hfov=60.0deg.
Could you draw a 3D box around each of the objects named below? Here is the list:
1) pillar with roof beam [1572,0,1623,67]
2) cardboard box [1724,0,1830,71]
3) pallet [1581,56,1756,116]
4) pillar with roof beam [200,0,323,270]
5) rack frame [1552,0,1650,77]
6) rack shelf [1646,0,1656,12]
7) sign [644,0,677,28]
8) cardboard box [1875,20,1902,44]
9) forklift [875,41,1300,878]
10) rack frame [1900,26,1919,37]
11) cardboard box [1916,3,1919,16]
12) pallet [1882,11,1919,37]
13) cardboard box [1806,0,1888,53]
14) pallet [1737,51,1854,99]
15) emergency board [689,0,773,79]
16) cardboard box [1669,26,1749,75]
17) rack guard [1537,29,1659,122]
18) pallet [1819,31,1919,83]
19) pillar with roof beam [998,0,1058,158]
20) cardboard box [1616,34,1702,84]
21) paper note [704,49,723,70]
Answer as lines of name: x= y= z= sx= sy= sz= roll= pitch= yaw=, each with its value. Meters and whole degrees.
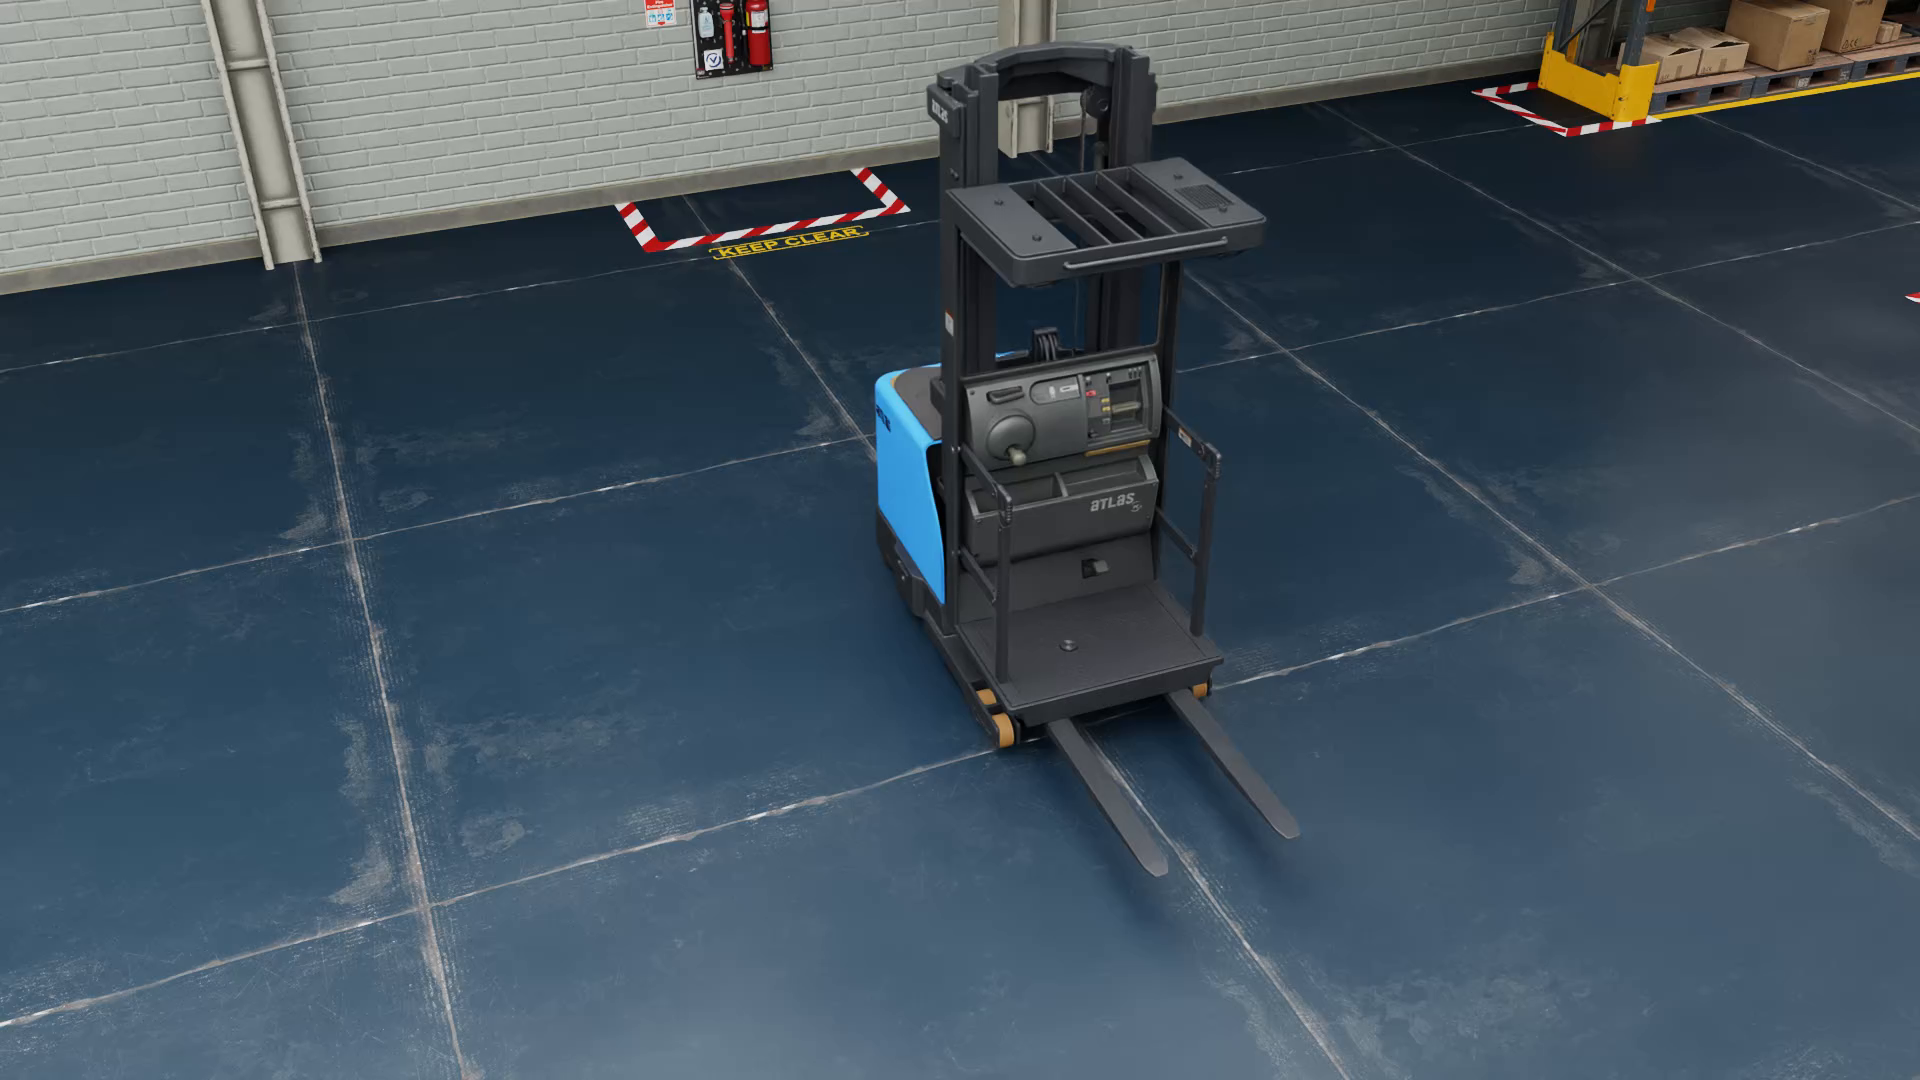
pillar with roof beam: x=7.757 y=-6.244 z=10.513 sx=0.400 sy=9.000 sz=9.100 roll=-13 pitch=35 yaw=-19
cardboard box: x=7.674 y=-4.799 z=15.682 sx=0.500 sy=0.500 sz=0.700 roll=-15 pitch=36 yaw=-22
pallet: x=6.613 y=-4.312 z=15.602 sx=1.213 sy=0.211 sz=1.003 roll=-13 pitch=35 yaw=-19
pillar with roof beam: x=-3.307 y=-3.710 z=6.619 sx=0.400 sy=9.000 sz=9.100 roll=-13 pitch=35 yaw=-19
rack frame: x=5.780 y=-5.311 z=14.581 sx=0.127 sy=3.000 sz=1.000 roll=-13 pitch=35 yaw=-19
rack shelf: x=7.624 y=-5.432 z=15.426 sx=4.000 sy=0.370 sz=1.077 roll=-13 pitch=35 yaw=-19
sign: x=-2.284 y=-4.075 z=12.648 sx=0.234 sy=0.329 sz=0.001 roll=-13 pitch=35 yaw=-19
cardboard box: x=8.987 y=-5.025 z=16.335 sx=0.250 sy=0.166 sz=0.380 roll=-18 pitch=37 yaw=-25
forklift: x=0.553 y=-0.523 z=7.285 sx=1.130 sy=2.935 sz=3.031 roll=-12 pitch=35 yaw=-18
rack frame: x=9.468 y=-6.156 z=15.879 sx=0.127 sy=3.000 sz=1.000 roll=-13 pitch=35 yaw=-19
cardboard box: x=10.141 y=-5.456 z=16.692 sx=0.500 sy=0.500 sz=0.700 roll=-12 pitch=35 yaw=-17
pallet: x=10.186 y=-5.152 z=16.893 sx=1.213 sy=0.211 sz=1.003 roll=-13 pitch=35 yaw=-19
cardboard box: x=8.527 y=-5.053 z=16.073 sx=0.500 sy=0.500 sz=0.500 roll=-16 pitch=36 yaw=-22
pallet: x=7.736 y=-4.568 z=15.995 sx=1.213 sy=0.211 sz=1.003 roll=-13 pitch=35 yaw=-19
emergency board: x=-1.735 y=-4.125 z=12.757 sx=0.643 sy=1.169 sz=0.194 roll=-13 pitch=35 yaw=-19
cardboard box: x=6.979 y=-4.590 z=15.534 sx=0.500 sy=0.311 sz=0.500 roll=-10 pitch=34 yaw=-15
rack guard: x=5.850 y=-4.280 z=15.287 sx=0.348 sy=0.500 sz=1.175 roll=-13 pitch=35 yaw=-19
pallet: x=8.863 y=-4.828 z=16.394 sx=1.213 sy=0.211 sz=1.003 roll=-13 pitch=35 yaw=-19
pillar with roof beam: x=2.225 y=-4.977 z=8.566 sx=0.400 sy=9.000 sz=9.100 roll=-13 pitch=35 yaw=-19
cardboard box: x=6.453 y=-4.470 z=15.349 sx=0.500 sy=0.311 sz=0.500 roll=-17 pitch=37 yaw=-24
paper note: x=-1.925 y=-3.753 z=12.993 sx=0.142 sy=0.148 sz=0.016 roll=-13 pitch=35 yaw=-19
